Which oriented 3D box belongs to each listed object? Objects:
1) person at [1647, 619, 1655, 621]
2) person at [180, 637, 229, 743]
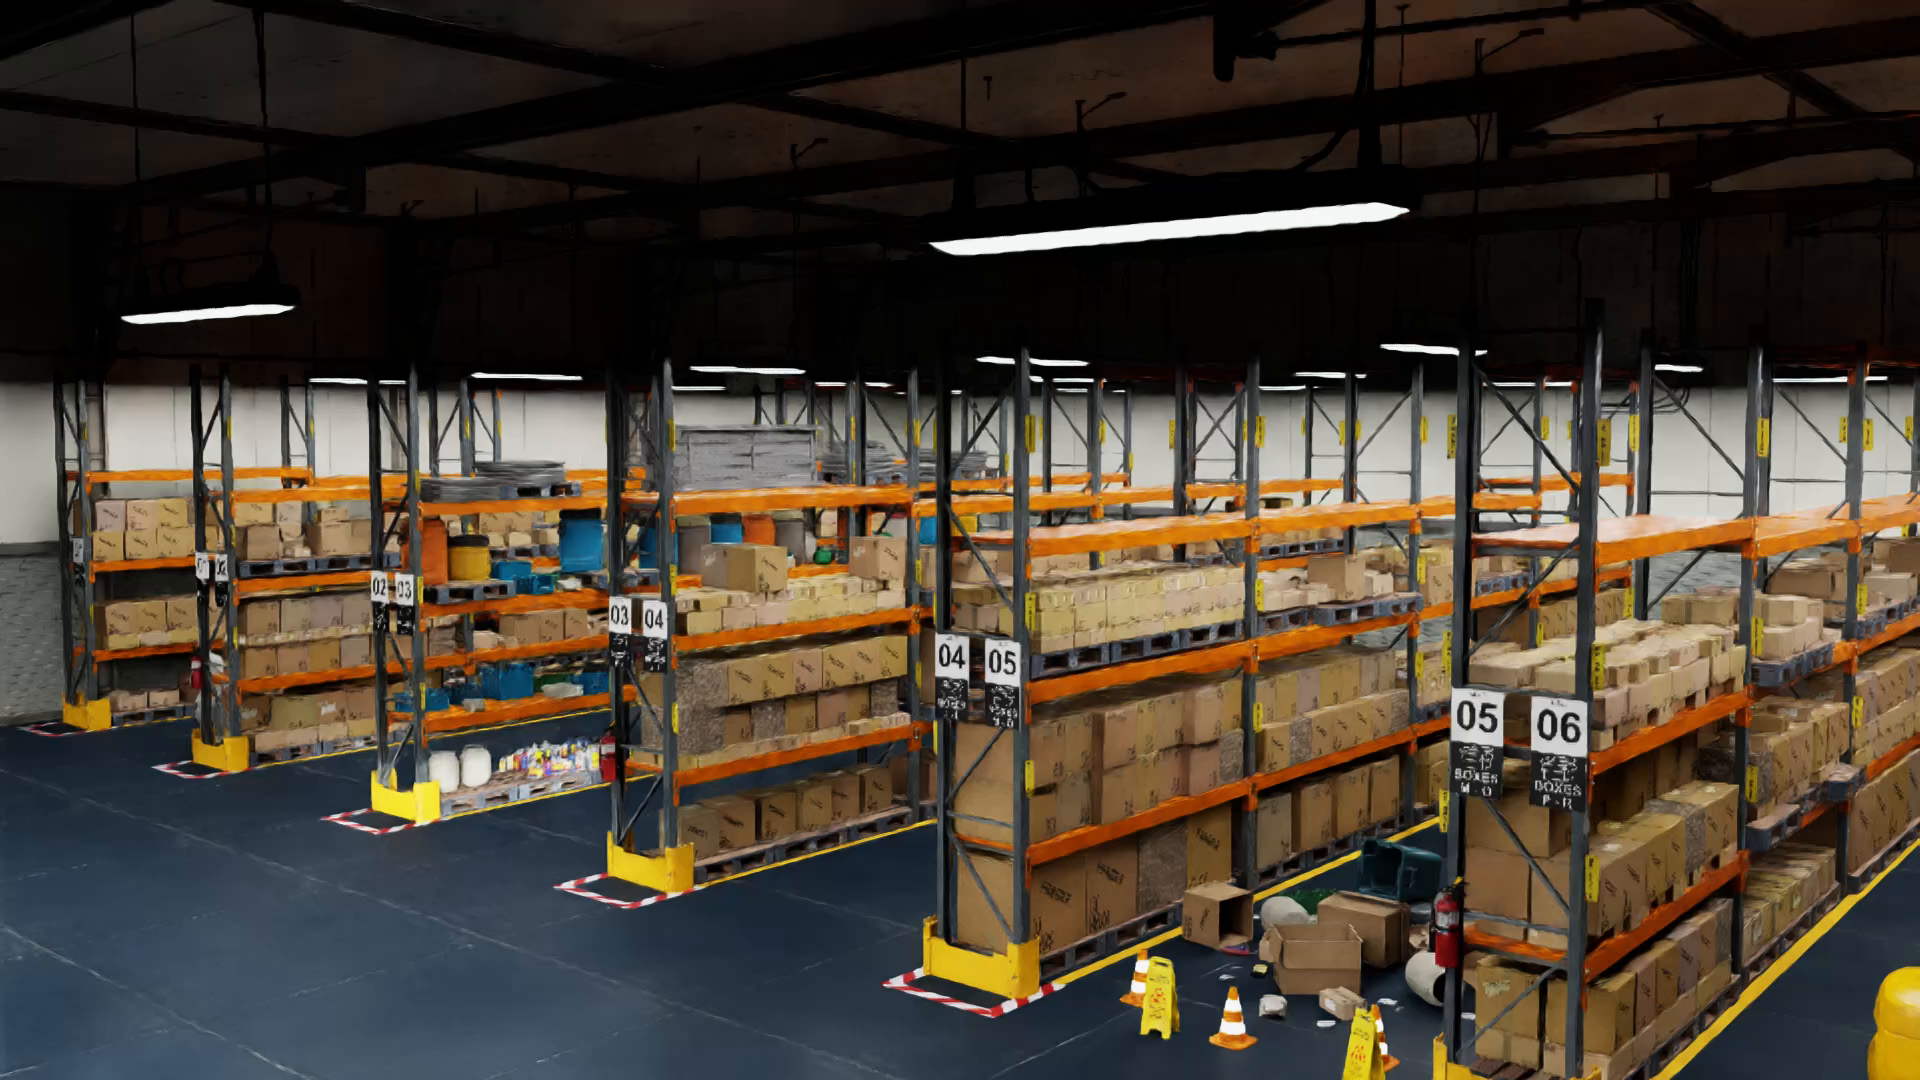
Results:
[{"bbox_3d":[11.841,2.213,28.600,0.770,1.753,0.587,-1,4,-11],"label":"person"},{"bbox_3d":[-11.936,2.391,26.422,0.750,1.737,0.748,4,6,45],"label":"person"}]
